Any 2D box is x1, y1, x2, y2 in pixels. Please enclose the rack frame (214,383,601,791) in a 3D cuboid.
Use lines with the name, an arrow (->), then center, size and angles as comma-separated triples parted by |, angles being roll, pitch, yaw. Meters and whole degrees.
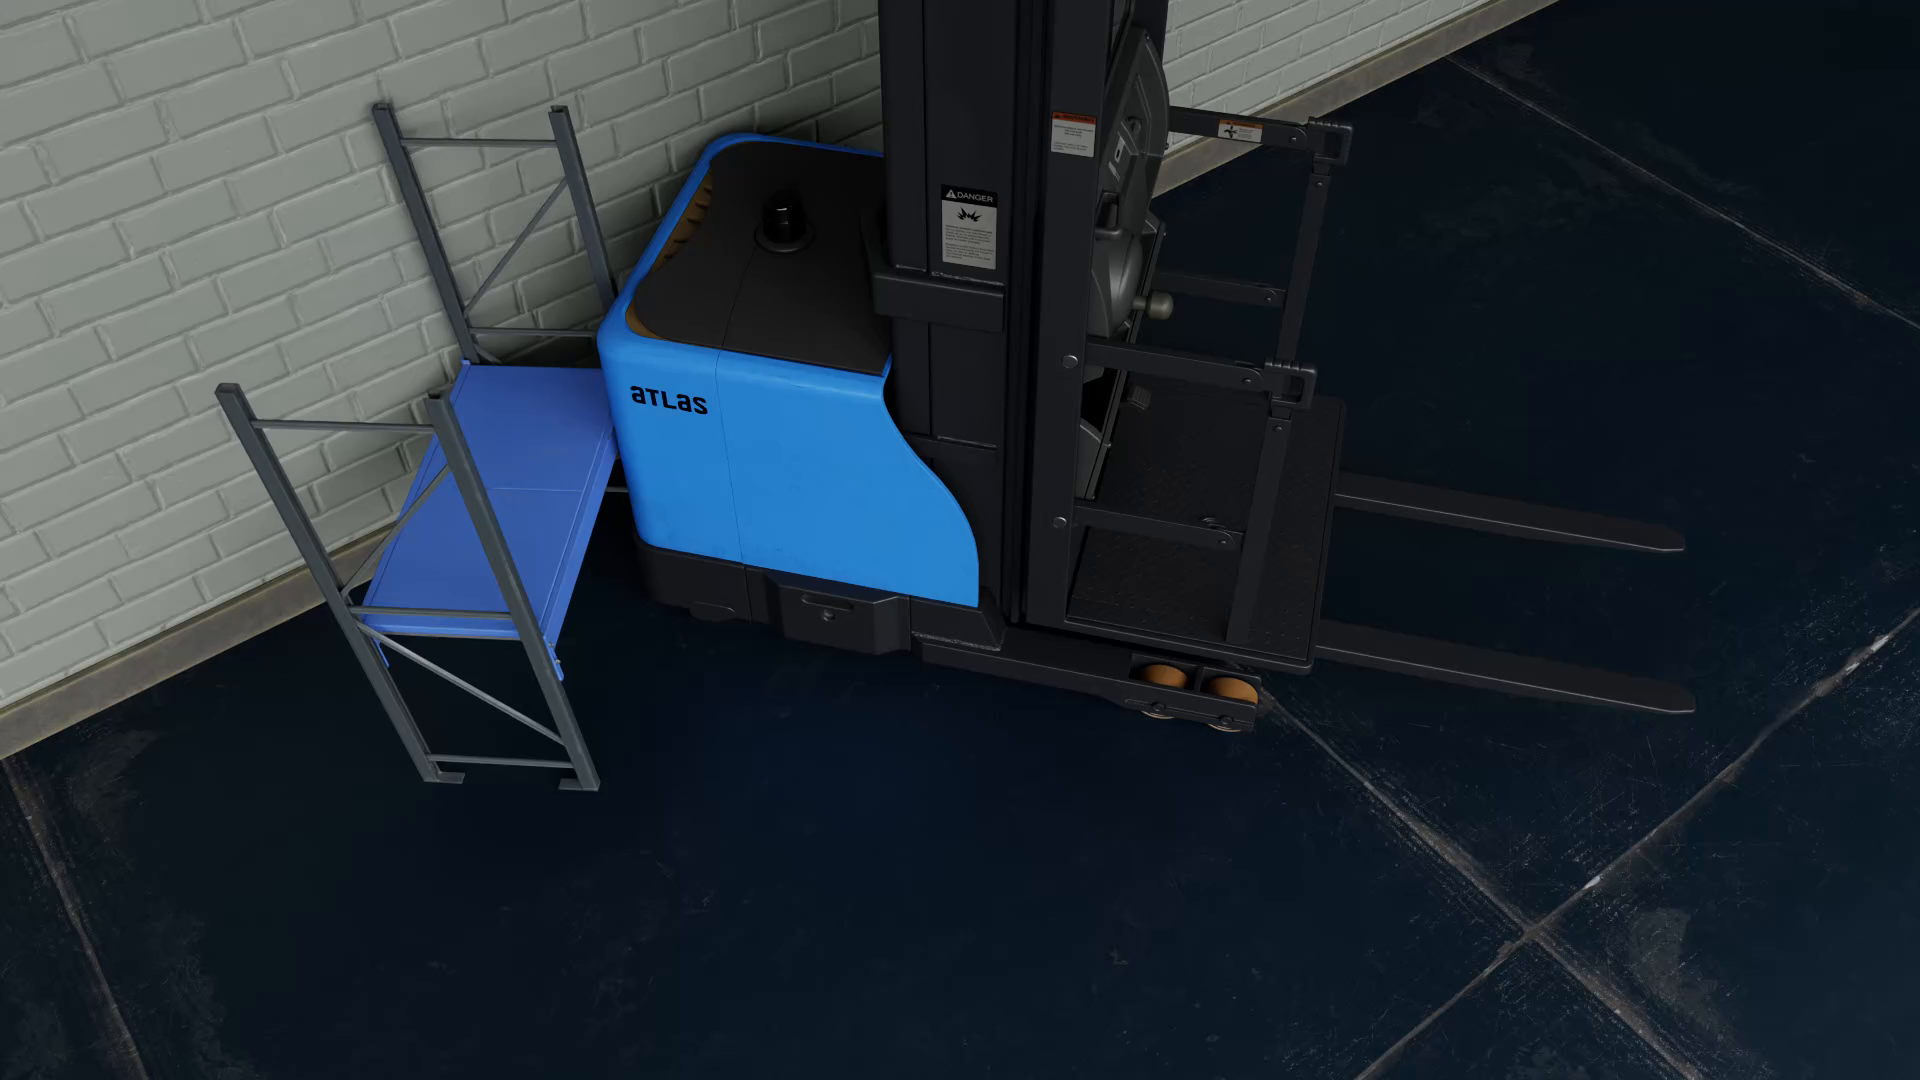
rack frame -> -1.284, 0.180, 4.056 | 0.500, 1.500, 0.032 | 2, 49, 6

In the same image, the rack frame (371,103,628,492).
rack frame -> -1.187, -0.587, 4.717 | 0.500, 1.500, 0.032 | 2, 49, 6

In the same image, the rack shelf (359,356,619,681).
rack shelf -> -1.226, -0.085, 4.522 | 0.538, 0.185, 1.000 | 2, 49, 6

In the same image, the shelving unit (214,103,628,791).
shelving unit -> -1.236, -0.203, 4.386 | 0.538, 1.500, 1.048 | 2, 49, 6

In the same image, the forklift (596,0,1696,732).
forklift -> 0.610, -0.874, 4.064 | 3.031, 2.935, 1.130 | 10, 49, 9
